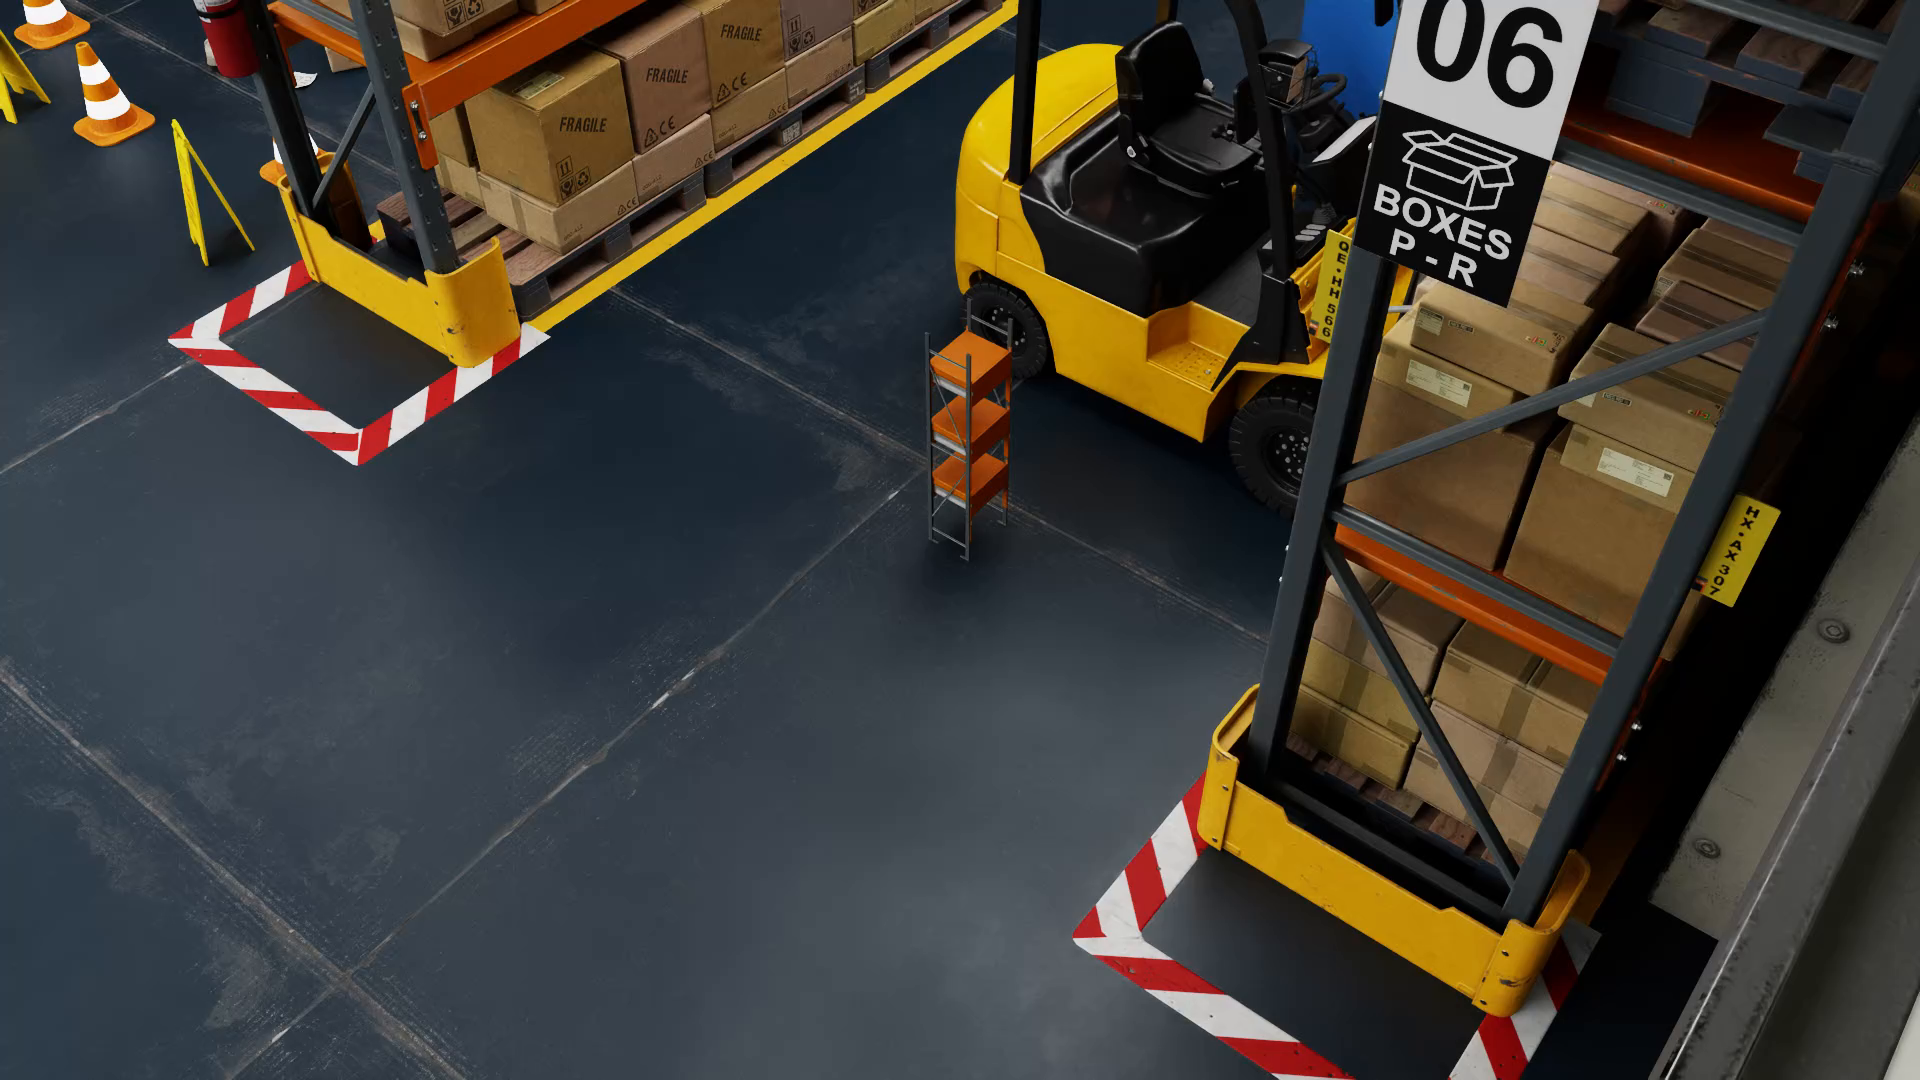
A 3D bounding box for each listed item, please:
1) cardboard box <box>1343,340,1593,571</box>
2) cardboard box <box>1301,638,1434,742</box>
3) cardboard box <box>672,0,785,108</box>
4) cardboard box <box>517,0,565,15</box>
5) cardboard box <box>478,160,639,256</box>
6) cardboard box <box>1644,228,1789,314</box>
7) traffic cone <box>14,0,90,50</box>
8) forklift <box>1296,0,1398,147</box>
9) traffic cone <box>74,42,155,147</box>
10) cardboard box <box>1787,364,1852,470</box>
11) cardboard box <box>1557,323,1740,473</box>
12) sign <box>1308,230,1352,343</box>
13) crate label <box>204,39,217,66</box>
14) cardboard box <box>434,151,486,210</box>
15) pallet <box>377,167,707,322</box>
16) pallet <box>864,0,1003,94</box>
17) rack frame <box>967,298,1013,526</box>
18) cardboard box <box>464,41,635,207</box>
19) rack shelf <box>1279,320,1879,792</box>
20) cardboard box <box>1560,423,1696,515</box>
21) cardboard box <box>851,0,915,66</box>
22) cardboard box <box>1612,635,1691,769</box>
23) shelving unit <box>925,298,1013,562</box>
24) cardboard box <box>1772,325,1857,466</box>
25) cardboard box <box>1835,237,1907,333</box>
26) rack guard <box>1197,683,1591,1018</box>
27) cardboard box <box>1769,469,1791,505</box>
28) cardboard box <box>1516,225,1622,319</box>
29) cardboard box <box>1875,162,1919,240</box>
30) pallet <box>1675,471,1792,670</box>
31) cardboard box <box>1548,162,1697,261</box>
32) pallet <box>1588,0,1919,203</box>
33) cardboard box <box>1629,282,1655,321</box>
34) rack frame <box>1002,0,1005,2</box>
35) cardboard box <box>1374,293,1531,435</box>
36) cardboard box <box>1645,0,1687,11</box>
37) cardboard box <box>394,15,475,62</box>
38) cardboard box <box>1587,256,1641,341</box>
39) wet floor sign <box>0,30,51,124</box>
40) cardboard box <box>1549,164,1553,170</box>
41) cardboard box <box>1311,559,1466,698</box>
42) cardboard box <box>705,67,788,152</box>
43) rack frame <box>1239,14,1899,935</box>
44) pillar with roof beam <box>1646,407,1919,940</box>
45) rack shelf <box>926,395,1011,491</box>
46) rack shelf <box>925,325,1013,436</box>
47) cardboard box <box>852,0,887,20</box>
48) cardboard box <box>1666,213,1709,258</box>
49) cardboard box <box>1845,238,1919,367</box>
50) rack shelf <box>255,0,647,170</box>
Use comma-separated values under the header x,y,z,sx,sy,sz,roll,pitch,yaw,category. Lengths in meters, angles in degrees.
x,y,z,sx,sy,sz,roll,pitch,yaw,category
1.457,-0.329,4.784,0.500,0.500,0.500,28,52,24,cardboard box
1.414,0.318,5.500,0.500,0.250,0.500,29,53,25,cardboard box
-1.211,-2.481,8.001,0.500,0.500,0.500,30,53,26,cardboard box
-1.826,-2.372,6.978,0.380,0.149,0.250,28,52,24,cardboard box
-1.855,-1.624,7.701,0.500,0.250,0.500,29,53,25,cardboard box
2.075,-0.648,4.434,0.380,0.149,0.250,30,53,26,cardboard box
-5.097,-3.020,9.178,0.336,0.463,0.334,29,53,25,traffic cone
2.729,-2.435,6.912,1.130,2.935,3.031,-16,48,-15,forklift
-4.411,-2.326,8.514,0.336,0.463,0.334,29,53,25,traffic cone
3.061,-0.594,6.372,0.500,0.250,0.500,29,53,25,cardboard box
1.738,-0.356,4.155,0.380,0.149,0.250,28,53,24,cardboard box
0.943,-0.627,4.173,0.100,0.325,0.005,29,53,25,sign
-3.979,-2.690,9.088,0.250,0.136,0.298,6,47,5,crate label
-2.271,-1.880,7.945,0.500,0.250,0.500,29,53,25,cardboard box
-1.996,-1.619,8.013,1.003,0.211,1.213,29,53,25,pallet
-0.504,-3.015,9.347,1.003,0.211,1.213,29,53,25,pallet
0.107,-0.463,6.329,0.200,1.050,0.008,29,53,25,rack frame
-1.841,-1.897,7.443,0.500,0.500,0.500,28,52,24,cardboard box
2.586,-0.793,5.794,1.077,0.370,4.000,29,53,25,rack shelf
1.776,-0.235,4.245,0.380,0.149,0.250,28,52,24,cardboard box
-0.588,-2.807,8.831,0.500,0.250,0.500,28,52,24,cardboard box
2.148,0.436,5.733,0.500,0.250,0.500,30,53,25,cardboard box
0.033,-0.393,6.263,0.215,1.050,0.252,29,53,25,shelving unit
2.187,-0.400,4.852,0.500,0.500,0.500,31,54,26,cardboard box
2.457,-0.784,4.770,0.380,0.149,0.250,30,53,25,cardboard box
1.349,0.980,5.331,1.175,0.500,0.348,29,53,25,rack guard
3.056,-0.437,6.567,0.500,0.250,0.500,29,53,25,cardboard box
1.542,-0.711,4.495,0.380,0.149,0.250,29,53,25,cardboard box
2.618,-1.052,4.820,0.380,0.149,0.250,28,52,24,cardboard box
2.544,-0.085,6.548,1.003,0.211,1.213,29,53,25,pallet
1.892,-0.983,4.754,0.380,0.149,0.250,30,53,25,cardboard box
1.816,-1.296,3.763,1.003,0.211,1.213,29,53,25,pallet
2.037,-0.547,4.543,0.380,0.149,0.250,28,53,24,cardboard box
-0.121,-4.378,8.721,1.000,3.000,0.127,29,53,25,rack frame
1.354,-0.478,4.477,0.380,0.149,0.250,30,53,25,cardboard box
1.441,-1.508,3.476,0.500,0.500,0.500,31,54,26,cardboard box
-2.195,-2.105,6.723,0.380,0.149,0.250,29,53,25,cardboard box
1.694,-0.759,4.746,0.380,0.149,0.250,30,53,26,cardboard box
-4.996,-2.515,8.569,0.267,0.644,0.232,21,50,19,wet floor sign
1.980,-1.069,5.042,0.380,0.149,0.250,28,52,24,cardboard box
1.398,0.161,5.304,0.500,0.250,0.500,31,54,26,cardboard box
-1.213,-2.230,8.280,0.500,0.250,0.500,33,54,27,cardboard box
1.363,0.103,4.440,1.000,3.000,0.127,29,53,25,rack frame
-0.904,-3.872,4.089,9.100,9.000,0.400,29,53,25,pillar with roof beam
0.033,-0.386,6.270,0.215,0.259,0.240,29,53,25,rack shelf
0.033,-0.582,6.065,0.215,0.259,0.240,29,53,25,rack shelf
-0.580,-3.083,8.577,0.500,0.500,0.500,30,53,26,cardboard box
2.094,-0.915,5.344,0.500,0.500,0.500,28,53,24,cardboard box
2.807,-0.975,5.401,0.500,0.500,0.500,30,53,26,cardboard box
-1.344,-2.985,7.888,1.077,0.370,4.000,29,53,25,rack shelf
